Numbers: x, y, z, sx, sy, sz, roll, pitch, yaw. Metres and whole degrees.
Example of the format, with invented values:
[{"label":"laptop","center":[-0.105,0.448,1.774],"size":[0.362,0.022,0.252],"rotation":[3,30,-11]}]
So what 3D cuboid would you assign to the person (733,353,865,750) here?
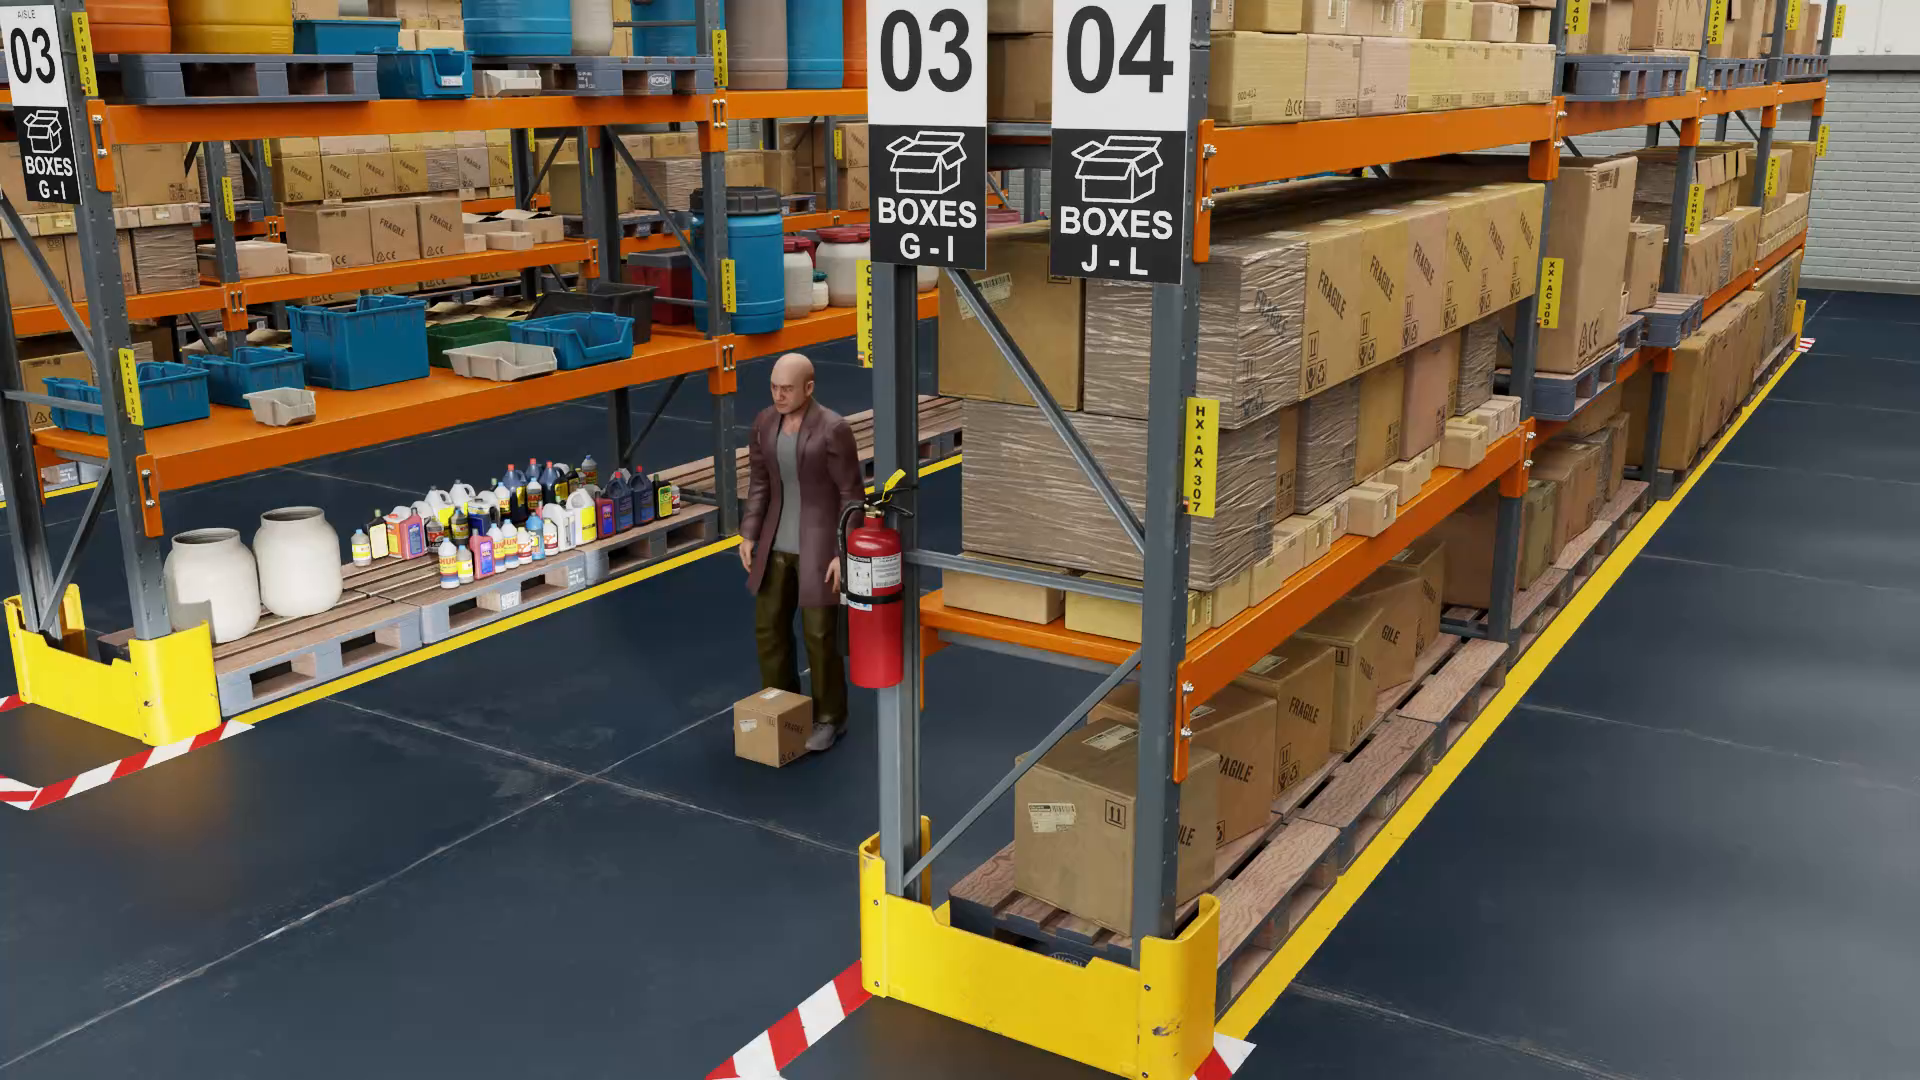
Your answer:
[{"label":"person","center":[-0.712,0.041,7.415],"size":[0.644,1.774,0.425],"rotation":[10,19,31]}]
